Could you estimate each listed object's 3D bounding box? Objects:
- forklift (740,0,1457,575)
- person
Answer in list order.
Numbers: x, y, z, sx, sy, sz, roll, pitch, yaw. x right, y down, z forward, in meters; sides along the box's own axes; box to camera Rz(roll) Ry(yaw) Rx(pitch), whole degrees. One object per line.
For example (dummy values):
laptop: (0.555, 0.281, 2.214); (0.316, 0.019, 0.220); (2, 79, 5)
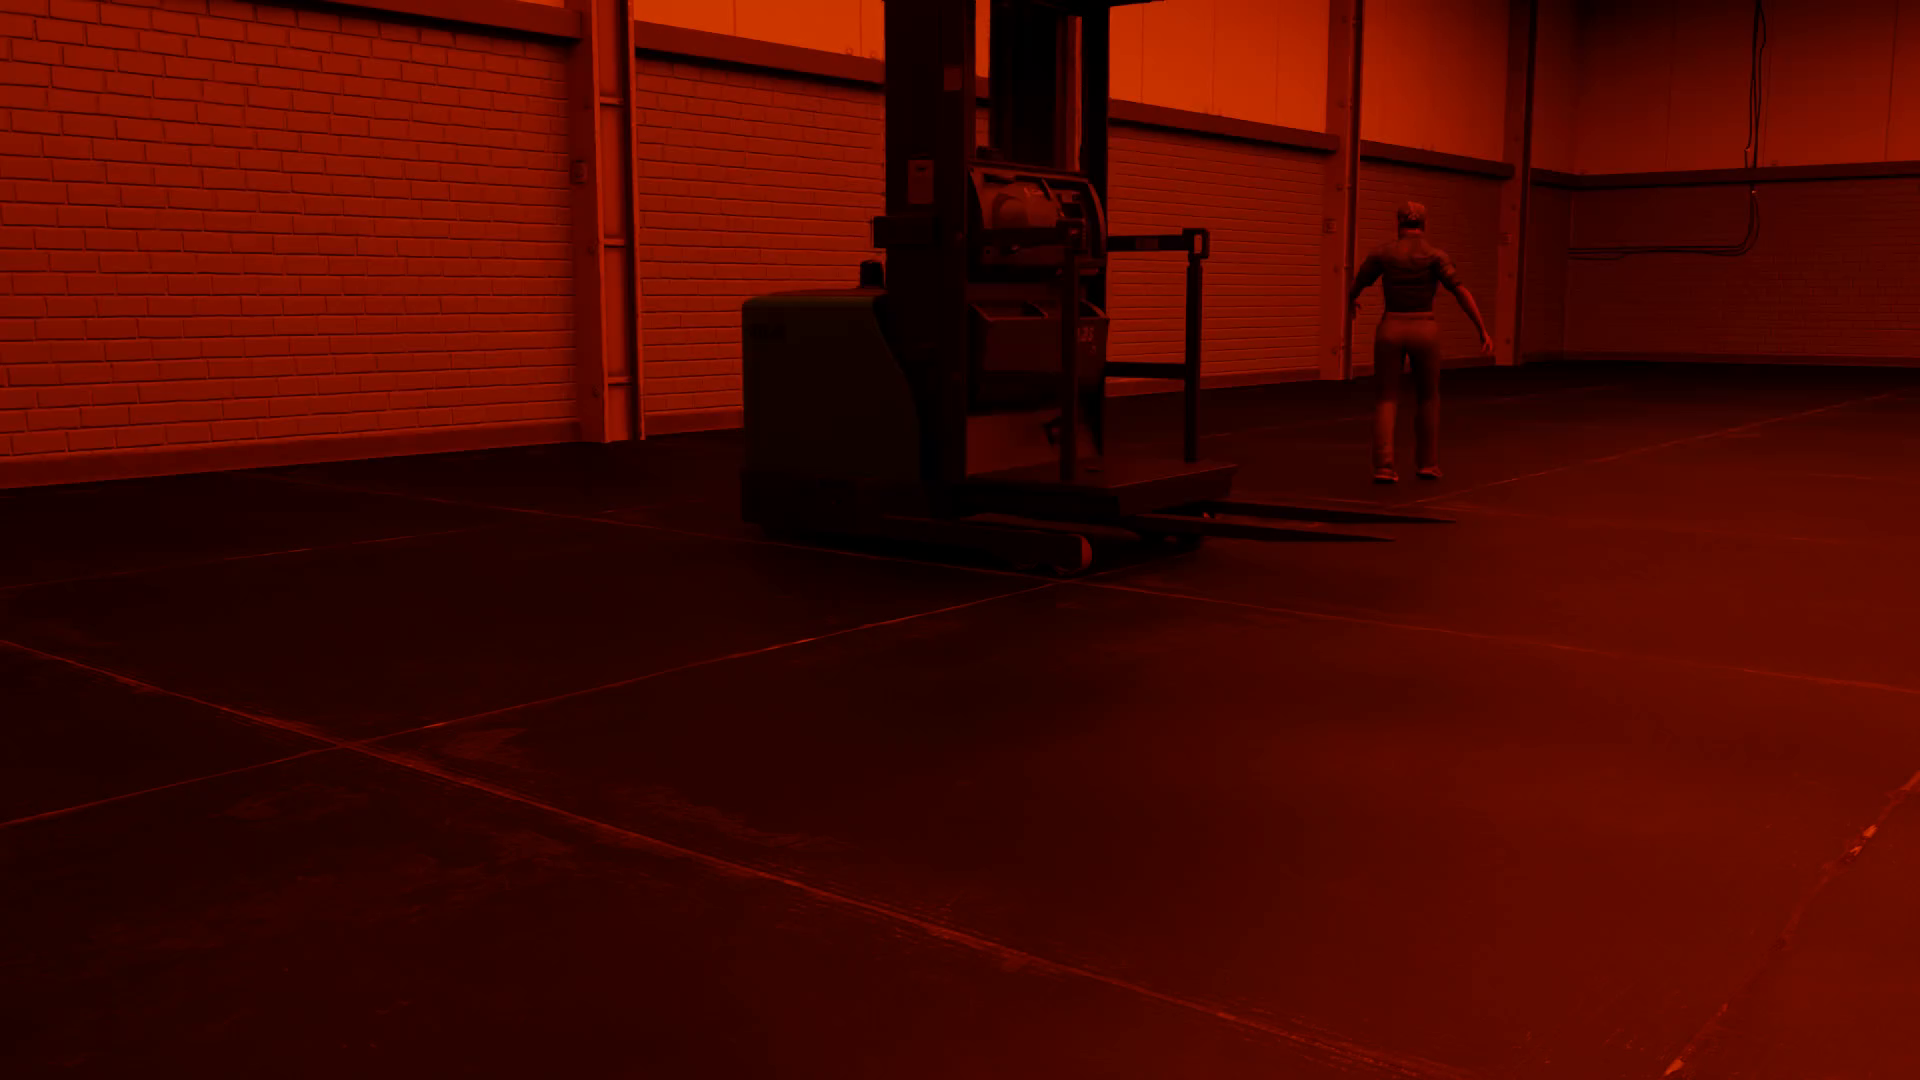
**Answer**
forklift: (0.499, -1.399, 6.842); (3.031, 2.935, 1.130); (6, 10, 36)
person: (2.679, -1.152, 9.772); (0.912, 1.653, 0.688); (4, 9, 24)
